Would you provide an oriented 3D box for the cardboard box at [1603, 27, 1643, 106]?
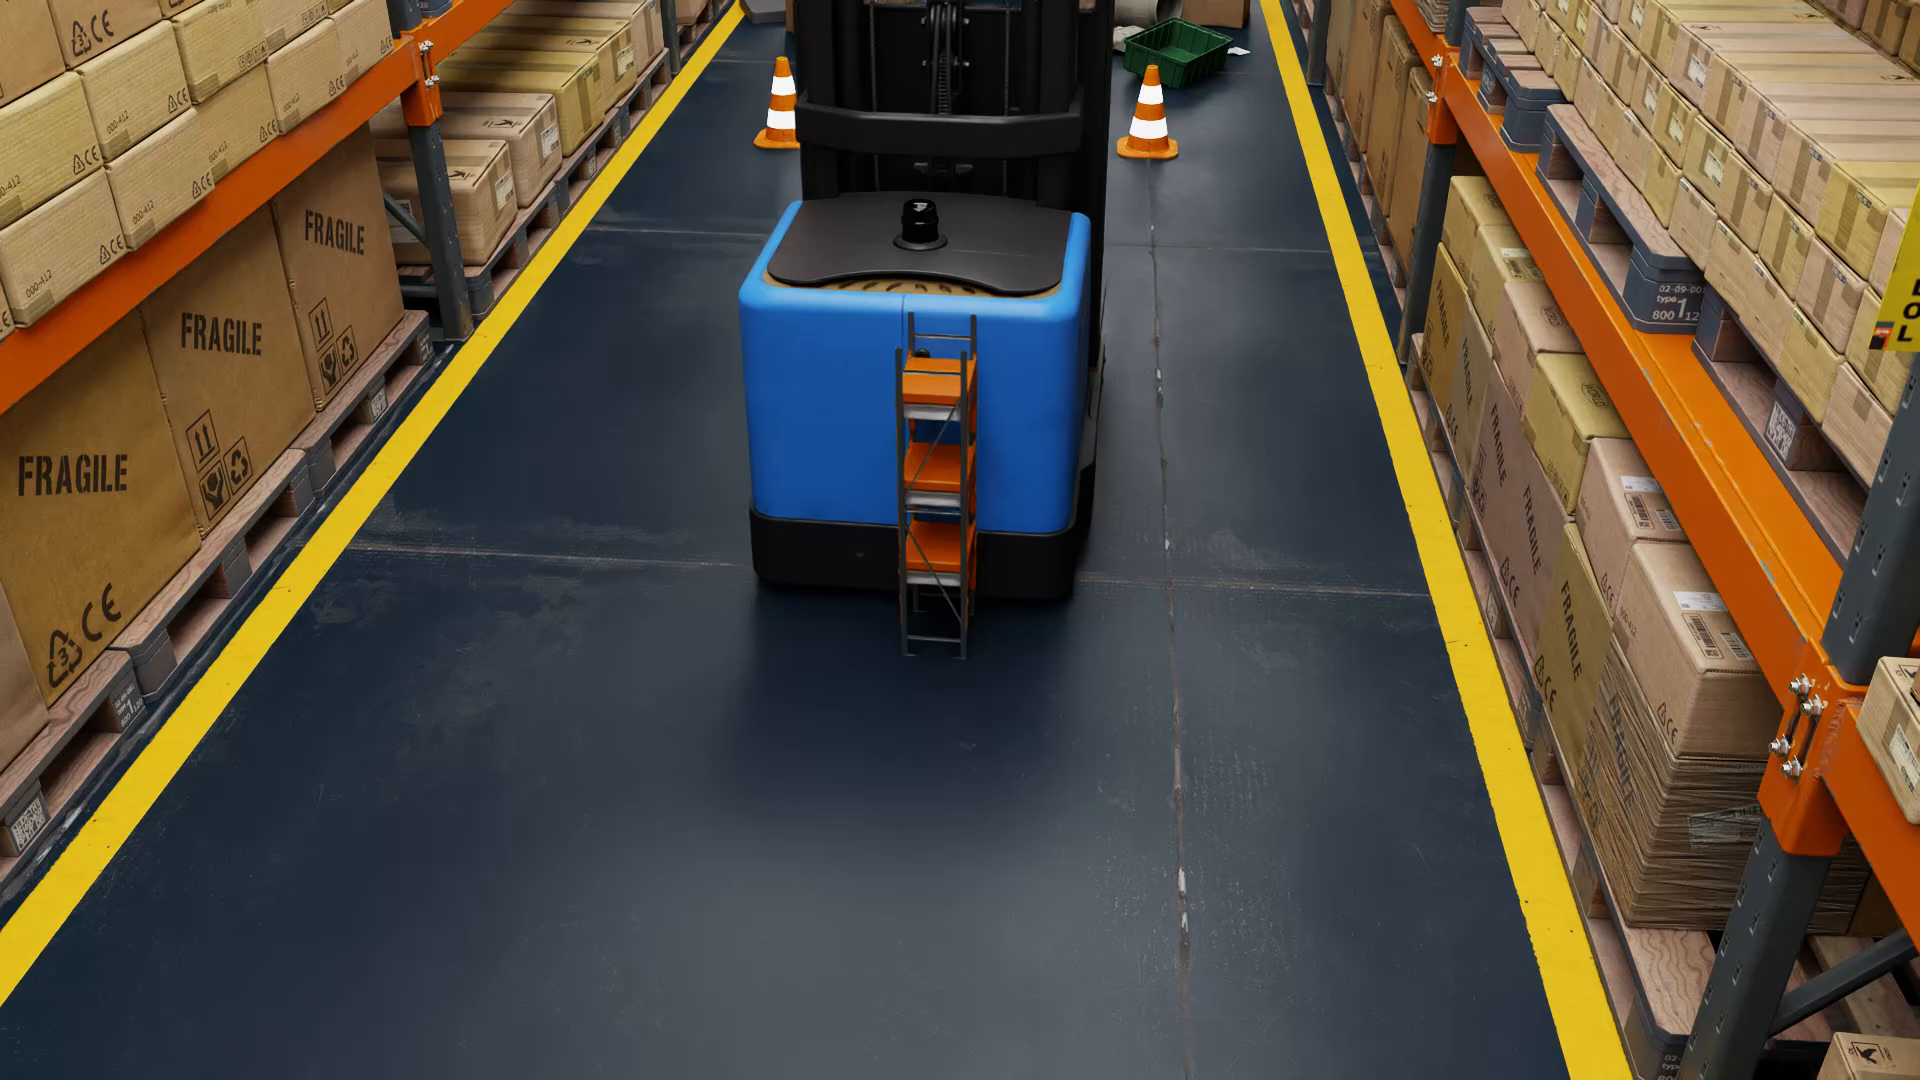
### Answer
[{"bbox_3d":[1.992,-1.289,4.538,0.380,0.149,0.250,2,32,4],"label":"cardboard box"}]

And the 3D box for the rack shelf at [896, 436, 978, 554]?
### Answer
[{"bbox_3d":[-0.066,-0.136,4.990,0.215,0.259,0.240,4,32,6],"label":"rack shelf"}]

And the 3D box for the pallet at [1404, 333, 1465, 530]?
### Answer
[{"bbox_3d":[2.269,-0.413,6.218,1.003,0.211,1.213,2,32,4],"label":"pallet"}]

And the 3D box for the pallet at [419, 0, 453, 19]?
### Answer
[{"bbox_3d":[-2.655,-2.462,7.070,1.213,0.211,1.003,2,32,4],"label":"pallet"}]

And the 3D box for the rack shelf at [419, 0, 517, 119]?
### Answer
[{"bbox_3d":[-2.444,-2.906,8.293,1.077,0.370,4.000,2,32,4],"label":"rack shelf"}]

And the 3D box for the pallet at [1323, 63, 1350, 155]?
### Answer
[{"bbox_3d":[2.672,-2.506,9.615,1.003,0.211,1.213,2,32,4],"label":"pallet"}]

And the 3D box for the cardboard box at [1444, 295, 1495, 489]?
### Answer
[{"bbox_3d":[1.985,-0.501,5.686,0.500,0.500,0.500,3,32,5],"label":"cardboard box"}]

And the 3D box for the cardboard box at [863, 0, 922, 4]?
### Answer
[{"bbox_3d":[-0.505,-3.456,10.160,0.500,0.500,0.500,2,32,4],"label":"cardboard box"}]

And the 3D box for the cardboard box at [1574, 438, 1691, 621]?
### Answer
[{"bbox_3d":[1.873,-0.019,4.189,0.500,0.250,0.500,4,32,6],"label":"cardboard box"}]

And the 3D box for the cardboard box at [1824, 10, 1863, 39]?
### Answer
[{"bbox_3d":[2.666,-1.391,4.703,0.380,0.149,0.250,2,32,4],"label":"cardboard box"}]

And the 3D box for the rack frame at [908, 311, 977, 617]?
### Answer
[{"bbox_3d":[-0.052,-0.208,5.087,0.200,1.050,0.008,4,32,6],"label":"rack frame"}]

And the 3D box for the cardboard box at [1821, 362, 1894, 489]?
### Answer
[{"bbox_3d":[1.844,-0.205,3.062,0.380,0.149,0.250,2,32,3],"label":"cardboard box"}]

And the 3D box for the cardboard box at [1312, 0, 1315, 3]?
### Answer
[{"bbox_3d":[2.851,-4.172,11.285,0.875,0.875,0.875,3,32,4],"label":"cardboard box"}]

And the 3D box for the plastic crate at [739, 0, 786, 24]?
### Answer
[{"bbox_3d":[-1.337,-3.802,11.842,0.402,0.080,0.583,-8,33,-13],"label":"plastic crate"}]

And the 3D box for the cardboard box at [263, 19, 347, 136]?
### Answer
[{"bbox_3d":[-2.416,-1.560,5.565,0.500,0.250,0.500,3,32,5],"label":"cardboard box"}]

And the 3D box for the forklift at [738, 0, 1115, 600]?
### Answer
[{"bbox_3d":[0.007,-1.810,5.893,1.130,2.935,3.031,4,32,6],"label":"forklift"}]

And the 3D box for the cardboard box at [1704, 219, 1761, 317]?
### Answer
[{"bbox_3d":[1.907,-0.602,3.707,0.380,0.149,0.250,1,32,1],"label":"cardboard box"}]

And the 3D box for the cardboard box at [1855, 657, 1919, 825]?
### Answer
[{"bbox_3d":[1.660,0.324,2.604,0.380,0.149,0.250,4,32,6],"label":"cardboard box"}]

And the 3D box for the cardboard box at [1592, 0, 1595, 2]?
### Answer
[{"bbox_3d":[2.038,-1.693,4.910,0.380,0.149,0.250,1,32,2],"label":"cardboard box"}]

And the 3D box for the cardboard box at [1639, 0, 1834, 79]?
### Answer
[{"bbox_3d":[1.974,-1.282,4.244,0.380,0.149,0.250,2,32,3],"label":"cardboard box"}]

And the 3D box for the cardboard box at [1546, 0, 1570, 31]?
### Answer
[{"bbox_3d":[2.057,-1.681,5.174,0.380,0.149,0.250,2,32,2],"label":"cardboard box"}]

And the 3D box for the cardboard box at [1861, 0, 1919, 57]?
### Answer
[{"bbox_3d":[2.644,-1.382,4.405,0.380,0.149,0.250,4,32,6],"label":"cardboard box"}]

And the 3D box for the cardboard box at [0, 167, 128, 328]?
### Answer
[{"bbox_3d":[-2.536,-0.768,4.280,0.500,0.250,0.500,2,32,4],"label":"cardboard box"}]

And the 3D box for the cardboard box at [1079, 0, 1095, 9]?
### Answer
[{"bbox_3d":[0.964,-3.913,11.847,0.396,0.266,0.258,8,32,12],"label":"cardboard box"}]

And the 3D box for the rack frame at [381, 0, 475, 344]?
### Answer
[{"bbox_3d":[-2.607,-2.167,6.407,1.000,3.000,0.127,2,32,4],"label":"rack frame"}]

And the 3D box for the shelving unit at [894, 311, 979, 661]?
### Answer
[{"bbox_3d":[-0.066,-0.145,4.984,0.215,1.050,0.252,4,32,6],"label":"shelving unit"}]

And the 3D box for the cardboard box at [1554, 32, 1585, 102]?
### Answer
[{"bbox_3d":[2.033,-1.432,5.054,0.380,0.149,0.250,4,32,6],"label":"cardboard box"}]

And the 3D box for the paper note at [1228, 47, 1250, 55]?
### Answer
[{"bbox_3d":[1.812,-3.226,10.956,0.147,0.020,0.142,-20,37,-29],"label":"paper note"}]

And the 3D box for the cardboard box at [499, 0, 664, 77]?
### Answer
[{"bbox_3d":[-2.322,-3.044,9.935,0.950,0.372,0.625,3,32,5],"label":"cardboard box"}]

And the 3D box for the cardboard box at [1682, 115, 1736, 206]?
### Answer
[{"bbox_3d":[1.928,-0.878,3.872,0.380,0.149,0.250,1,32,1],"label":"cardboard box"}]

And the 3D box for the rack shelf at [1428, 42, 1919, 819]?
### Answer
[{"bbox_3d":[2.172,-0.656,4.642,1.077,0.370,4.000,2,32,4],"label":"rack shelf"}]

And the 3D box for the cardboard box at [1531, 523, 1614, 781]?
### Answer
[{"bbox_3d":[1.860,0.303,4.382,0.500,0.500,0.500,2,32,3],"label":"cardboard box"}]

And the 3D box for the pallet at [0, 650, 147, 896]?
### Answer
[{"bbox_3d":[-2.945,0.705,4.405,1.003,0.211,1.213,2,32,4],"label":"pallet"}]

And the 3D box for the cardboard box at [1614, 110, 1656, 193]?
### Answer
[{"bbox_3d":[1.968,-1.025,4.394,0.380,0.149,0.250,1,32,2],"label":"cardboard box"}]

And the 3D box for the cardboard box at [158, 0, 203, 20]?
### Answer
[{"bbox_3d":[-2.469,-1.826,4.805,0.500,0.500,0.500,2,32,4],"label":"cardboard box"}]

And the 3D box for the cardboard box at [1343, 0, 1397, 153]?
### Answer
[{"bbox_3d":[2.617,-2.488,8.673,1.050,0.750,0.750,2,32,4],"label":"cardboard box"}]

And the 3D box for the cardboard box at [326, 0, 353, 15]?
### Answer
[{"bbox_3d":[-2.393,-2.052,5.887,0.500,0.250,0.500,2,32,4],"label":"cardboard box"}]

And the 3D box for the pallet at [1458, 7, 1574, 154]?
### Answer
[{"bbox_3d":[2.383,-1.549,5.588,1.213,0.211,1.003,2,32,4],"label":"pallet"}]

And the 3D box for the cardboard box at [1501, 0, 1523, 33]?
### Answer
[{"bbox_3d":[2.097,-1.855,5.740,0.380,0.149,0.250,2,32,3],"label":"cardboard box"}]

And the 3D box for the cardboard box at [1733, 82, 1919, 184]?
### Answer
[{"bbox_3d":[1.912,-0.873,3.580,0.380,0.149,0.250,2,32,4],"label":"cardboard box"}]

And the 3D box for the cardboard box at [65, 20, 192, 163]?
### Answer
[{"bbox_3d":[-2.495,-1.243,4.575,0.500,0.250,0.500,2,32,2],"label":"cardboard box"}]

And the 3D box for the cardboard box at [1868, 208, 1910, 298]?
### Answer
[{"bbox_3d":[1.847,-0.460,2.910,0.380,0.149,0.250,4,32,6],"label":"cardboard box"}]

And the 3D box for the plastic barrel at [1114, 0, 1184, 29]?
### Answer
[{"bbox_3d":[1.224,-3.662,11.289,0.512,0.421,0.421,27,41,37],"label":"plastic barrel"}]

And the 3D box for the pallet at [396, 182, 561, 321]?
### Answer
[{"bbox_3d":[-2.542,-1.388,7.802,1.003,0.211,1.213,2,32,4],"label":"pallet"}]

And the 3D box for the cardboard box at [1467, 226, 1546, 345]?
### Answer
[{"bbox_3d":[1.996,-0.827,5.500,0.500,0.250,0.500,2,32,3],"label":"cardboard box"}]

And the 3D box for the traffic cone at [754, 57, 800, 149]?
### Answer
[{"bbox_3d":[-0.987,-2.470,9.318,0.336,0.463,0.334,2,32,4],"label":"traffic cone"}]

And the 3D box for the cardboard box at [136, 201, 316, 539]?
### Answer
[{"bbox_3d":[-2.823,-0.617,5.518,0.875,0.875,0.875,3,32,5],"label":"cardboard box"}]

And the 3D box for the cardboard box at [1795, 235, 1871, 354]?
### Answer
[{"bbox_3d":[1.865,-0.470,3.208,0.380,0.149,0.250,3,32,4],"label":"cardboard box"}]

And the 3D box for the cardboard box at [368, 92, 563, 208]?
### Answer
[{"bbox_3d":[-2.499,-1.908,8.092,0.950,0.372,0.625,2,32,3],"label":"cardboard box"}]
